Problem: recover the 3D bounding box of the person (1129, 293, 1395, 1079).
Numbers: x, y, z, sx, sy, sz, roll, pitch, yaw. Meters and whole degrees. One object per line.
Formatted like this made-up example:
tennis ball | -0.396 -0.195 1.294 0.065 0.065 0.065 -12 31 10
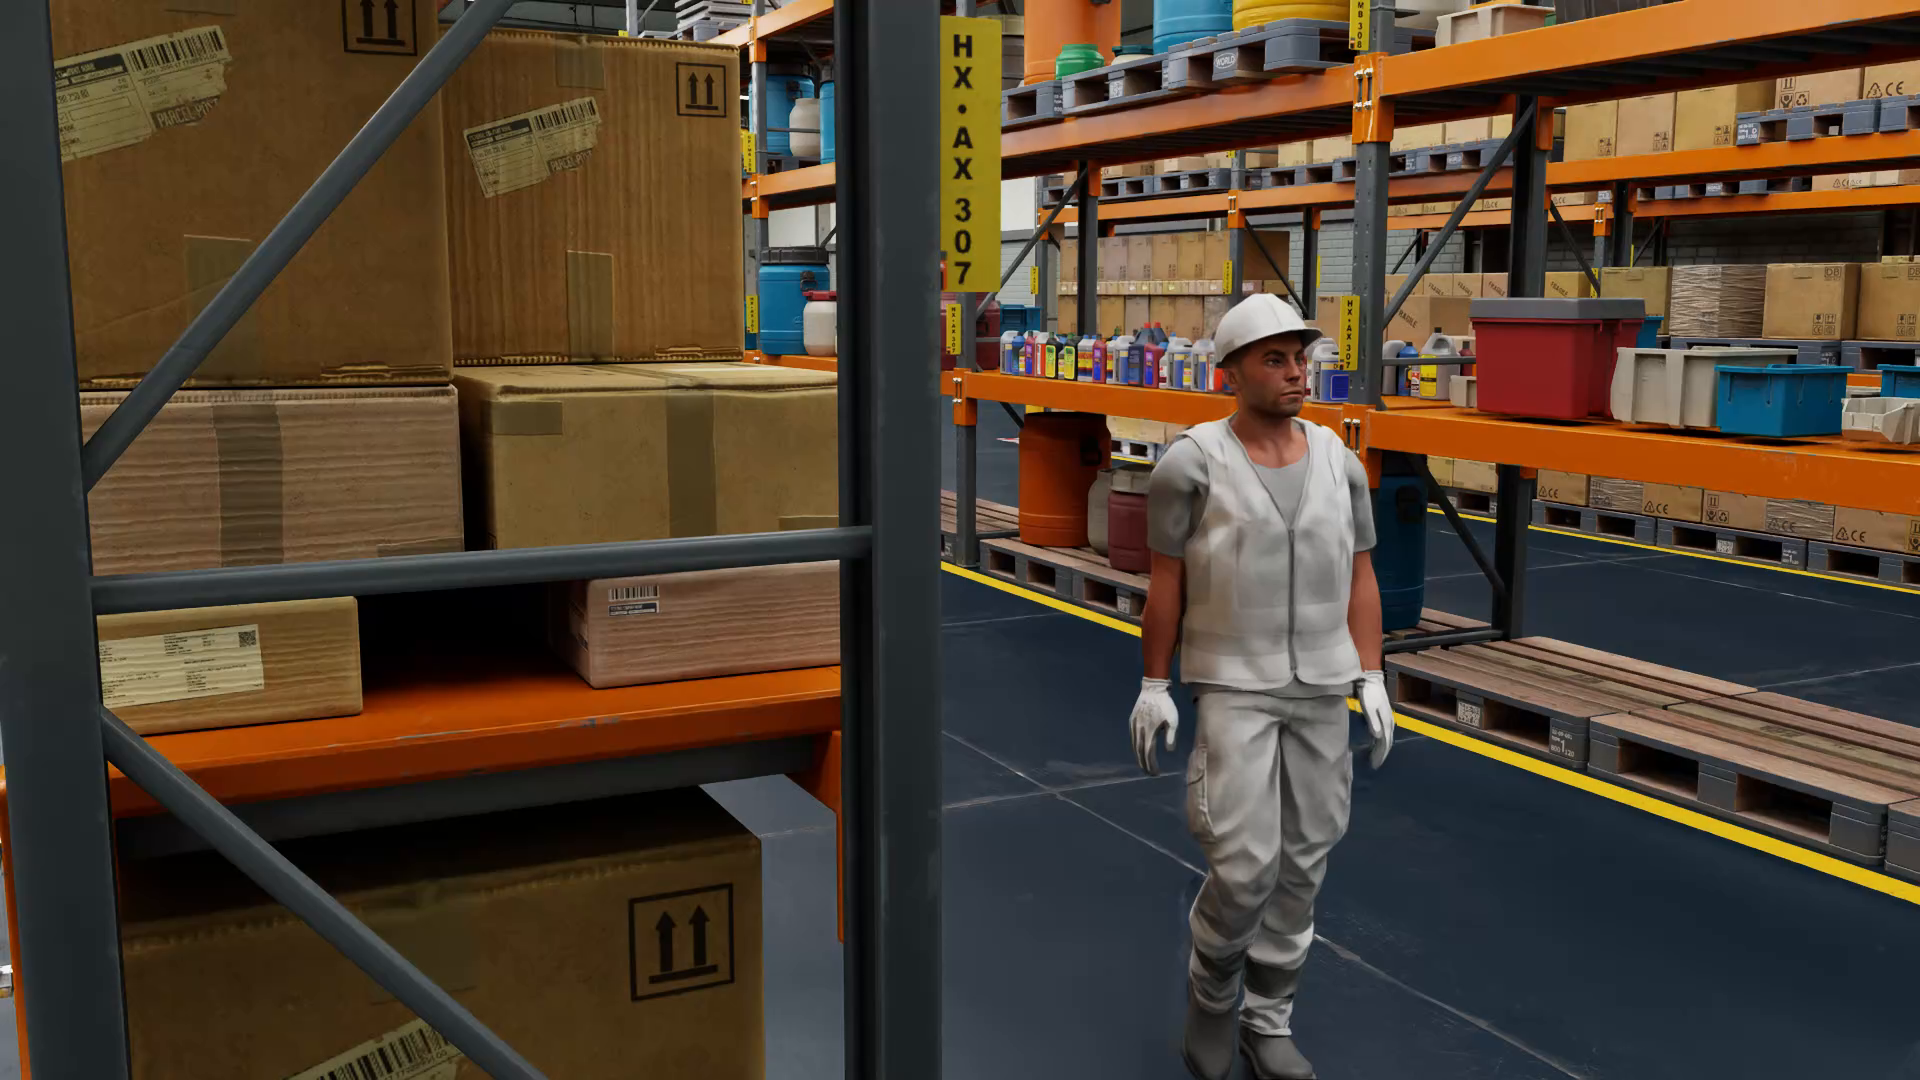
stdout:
person | 0.691 0.359 3.669 0.578 1.788 0.467 -2 9 -13
